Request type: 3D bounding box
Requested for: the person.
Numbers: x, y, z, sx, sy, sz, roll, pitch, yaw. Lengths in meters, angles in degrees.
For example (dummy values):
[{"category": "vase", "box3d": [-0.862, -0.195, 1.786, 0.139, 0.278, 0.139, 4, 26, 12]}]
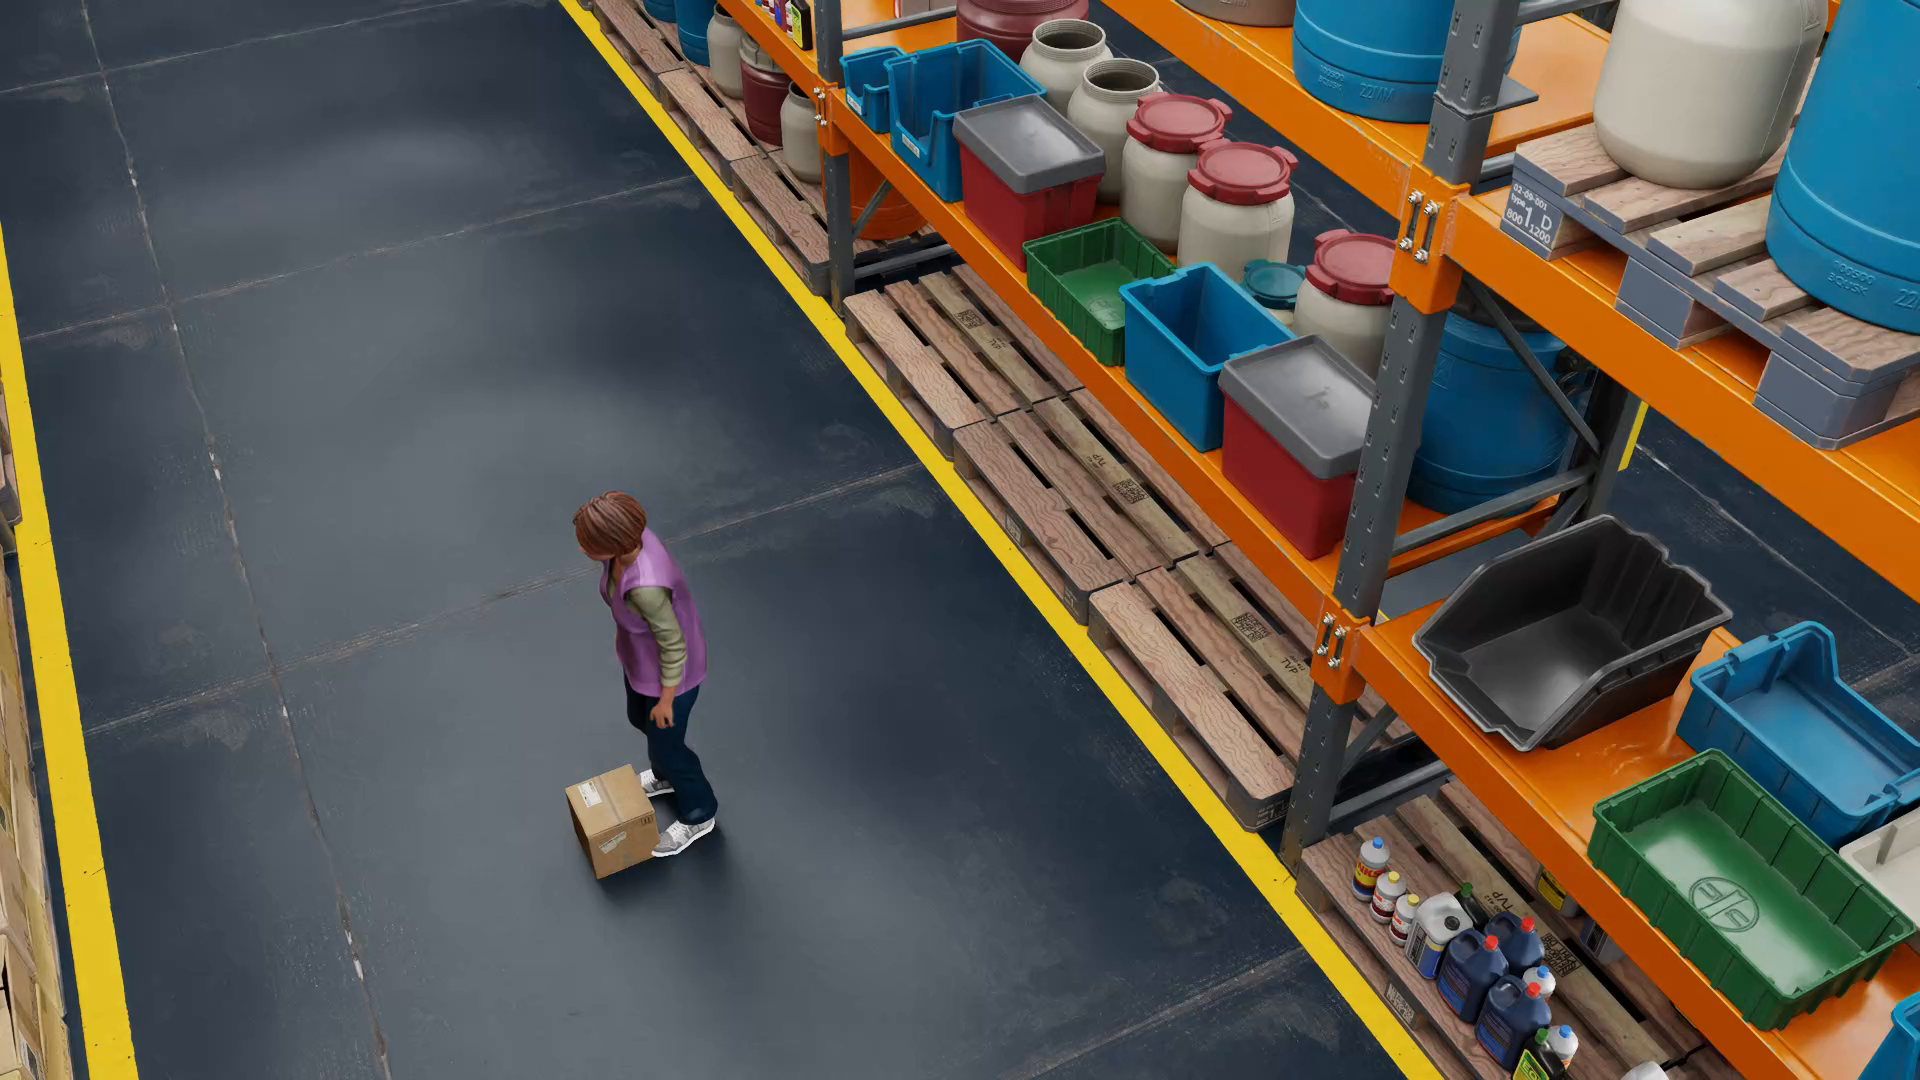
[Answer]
[{"category": "person", "box3d": [-1.046, 0.438, 5.679, 0.345, 1.593, 0.460, -19, 45, -20]}]
